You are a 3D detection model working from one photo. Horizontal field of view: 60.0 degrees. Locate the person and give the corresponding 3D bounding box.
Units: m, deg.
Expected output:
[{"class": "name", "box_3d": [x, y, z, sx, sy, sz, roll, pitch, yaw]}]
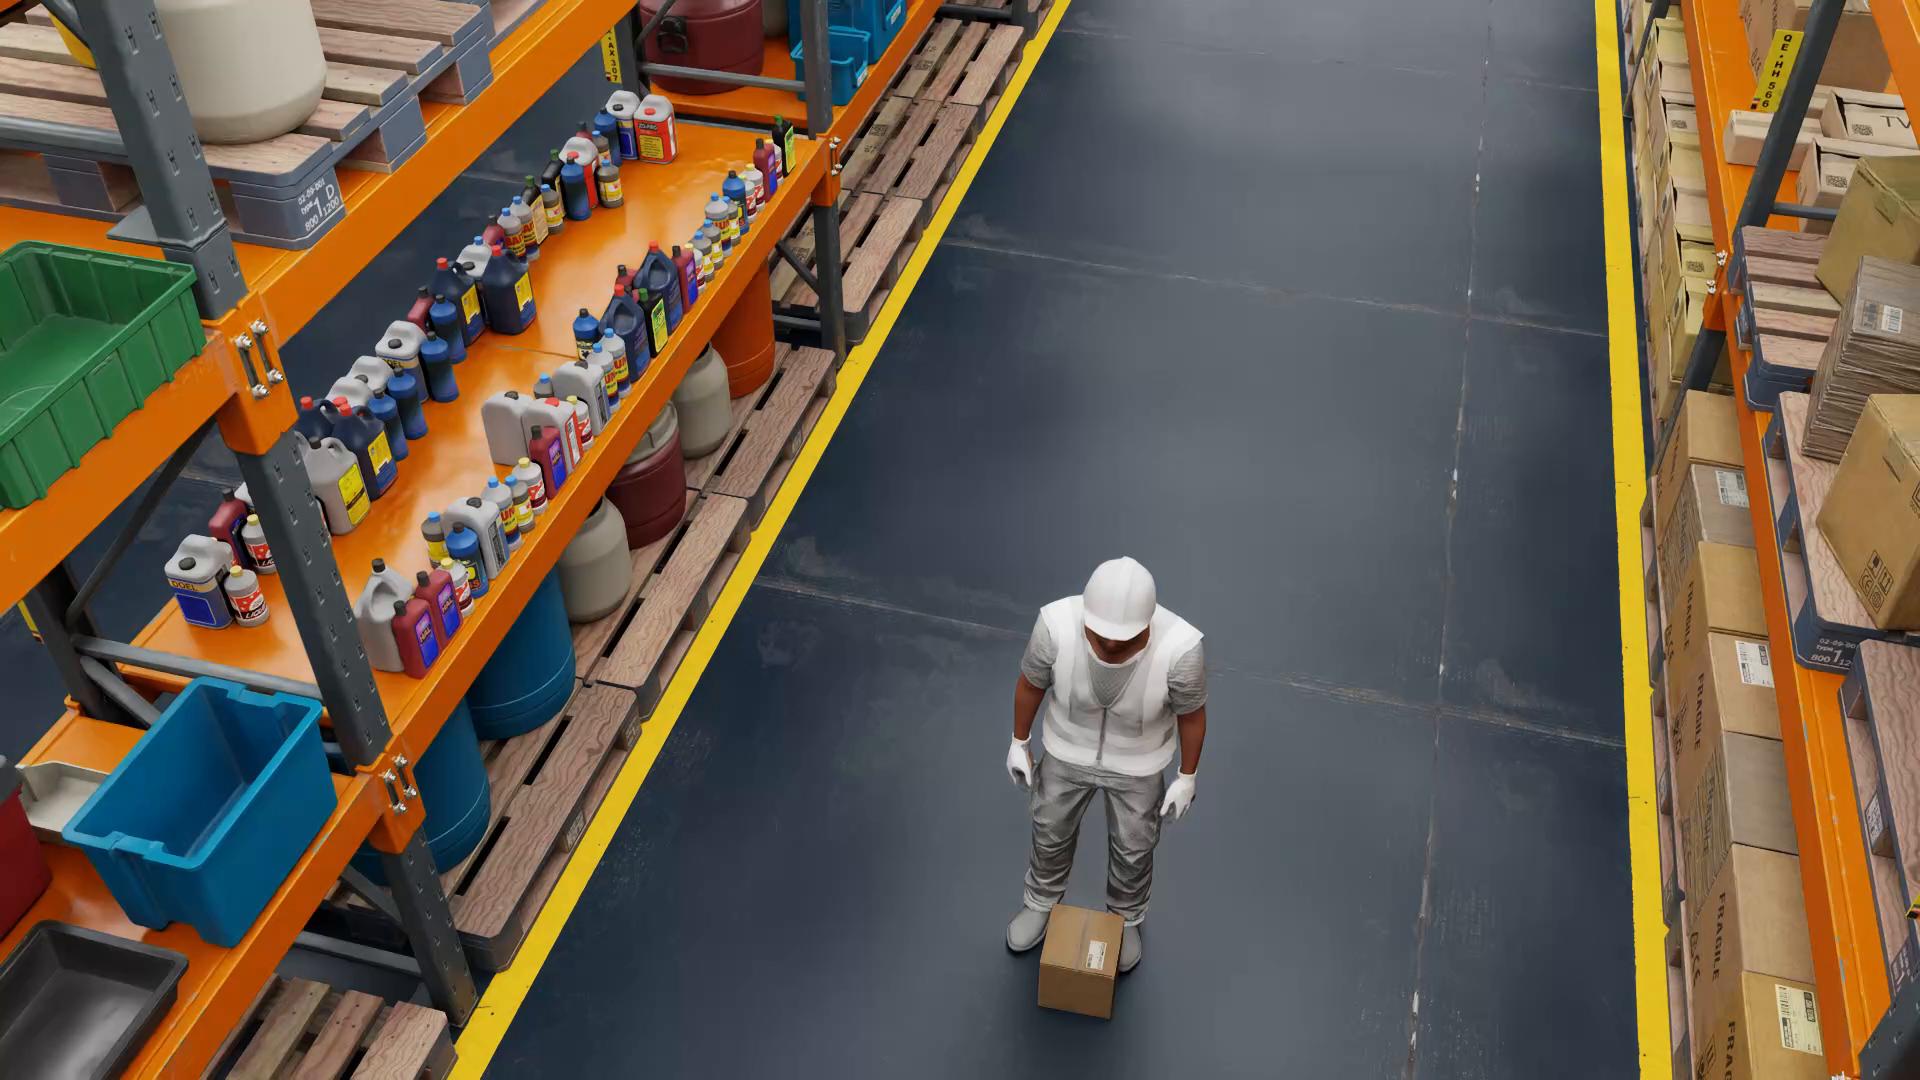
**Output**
[{"class": "person", "box_3d": [0.458, 0.706, 5.326, 0.616, 1.775, 0.447, 10, 42, 11]}]
